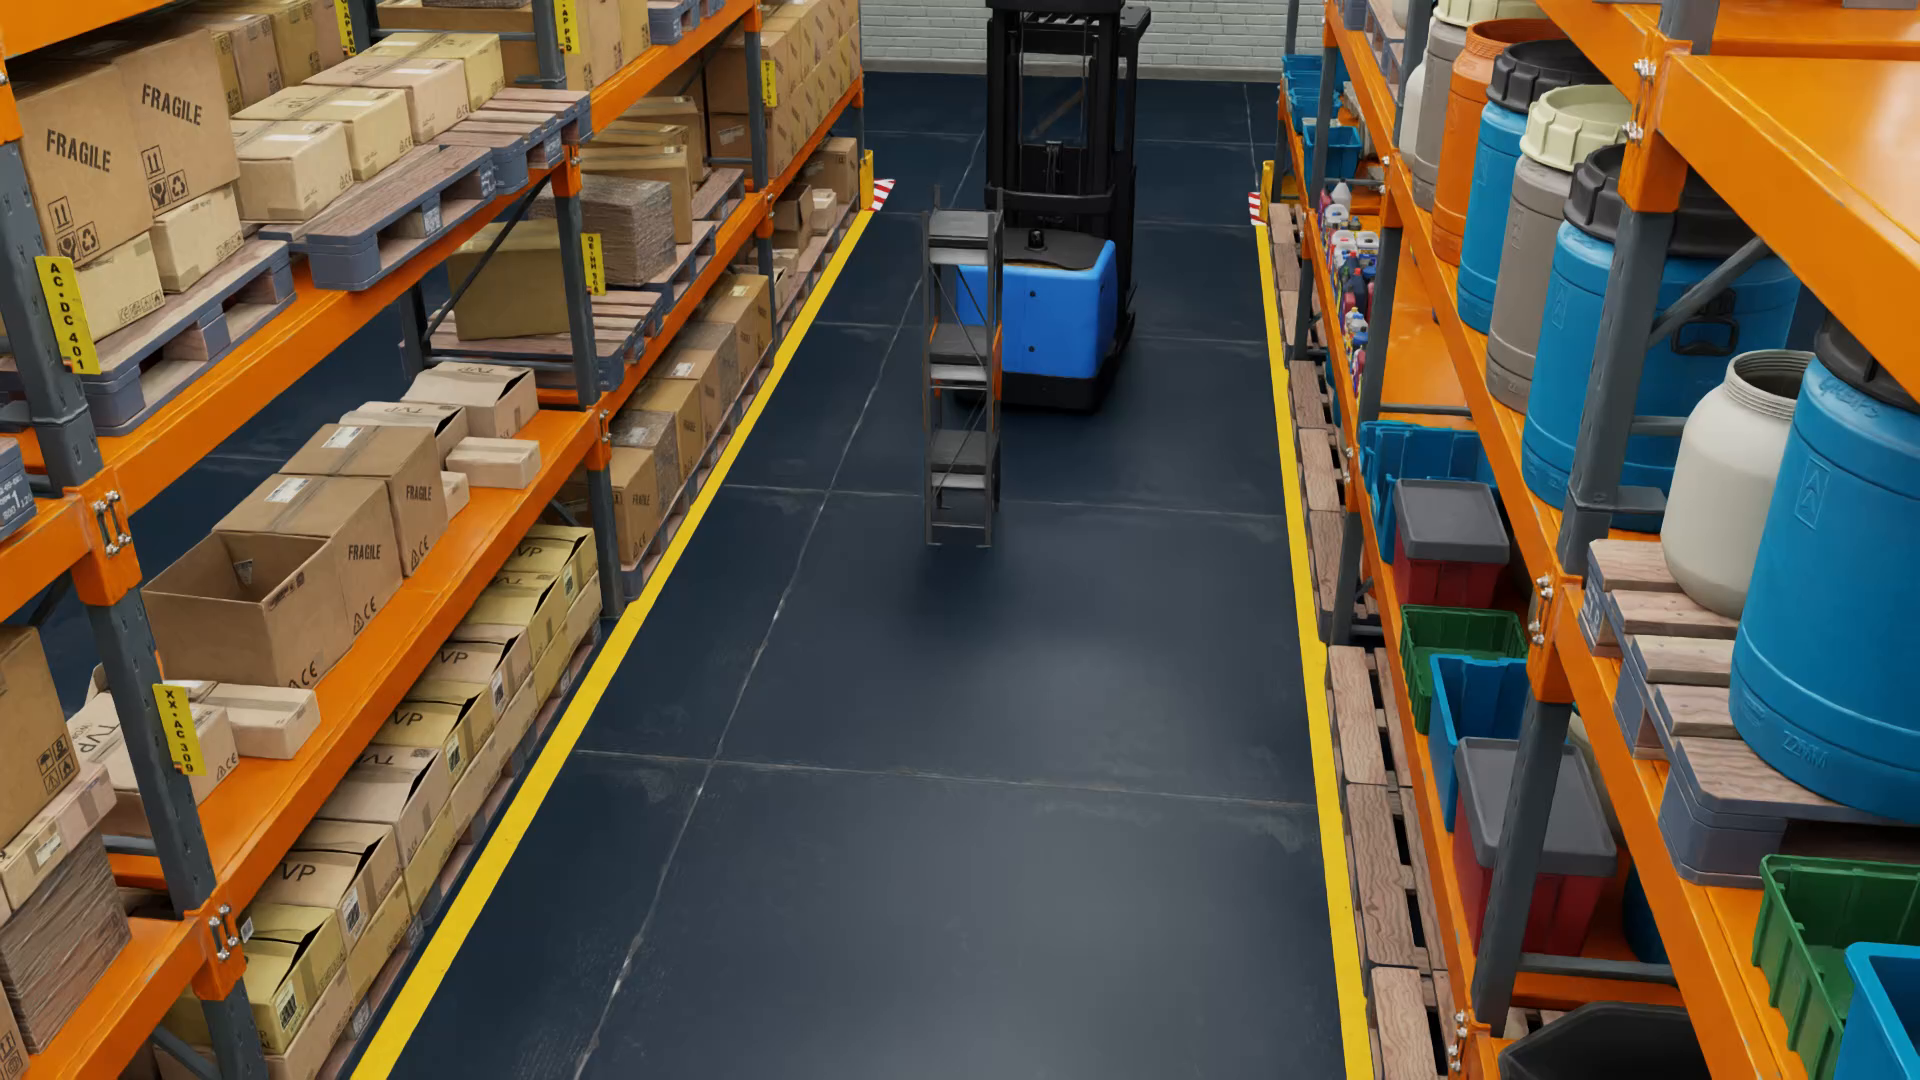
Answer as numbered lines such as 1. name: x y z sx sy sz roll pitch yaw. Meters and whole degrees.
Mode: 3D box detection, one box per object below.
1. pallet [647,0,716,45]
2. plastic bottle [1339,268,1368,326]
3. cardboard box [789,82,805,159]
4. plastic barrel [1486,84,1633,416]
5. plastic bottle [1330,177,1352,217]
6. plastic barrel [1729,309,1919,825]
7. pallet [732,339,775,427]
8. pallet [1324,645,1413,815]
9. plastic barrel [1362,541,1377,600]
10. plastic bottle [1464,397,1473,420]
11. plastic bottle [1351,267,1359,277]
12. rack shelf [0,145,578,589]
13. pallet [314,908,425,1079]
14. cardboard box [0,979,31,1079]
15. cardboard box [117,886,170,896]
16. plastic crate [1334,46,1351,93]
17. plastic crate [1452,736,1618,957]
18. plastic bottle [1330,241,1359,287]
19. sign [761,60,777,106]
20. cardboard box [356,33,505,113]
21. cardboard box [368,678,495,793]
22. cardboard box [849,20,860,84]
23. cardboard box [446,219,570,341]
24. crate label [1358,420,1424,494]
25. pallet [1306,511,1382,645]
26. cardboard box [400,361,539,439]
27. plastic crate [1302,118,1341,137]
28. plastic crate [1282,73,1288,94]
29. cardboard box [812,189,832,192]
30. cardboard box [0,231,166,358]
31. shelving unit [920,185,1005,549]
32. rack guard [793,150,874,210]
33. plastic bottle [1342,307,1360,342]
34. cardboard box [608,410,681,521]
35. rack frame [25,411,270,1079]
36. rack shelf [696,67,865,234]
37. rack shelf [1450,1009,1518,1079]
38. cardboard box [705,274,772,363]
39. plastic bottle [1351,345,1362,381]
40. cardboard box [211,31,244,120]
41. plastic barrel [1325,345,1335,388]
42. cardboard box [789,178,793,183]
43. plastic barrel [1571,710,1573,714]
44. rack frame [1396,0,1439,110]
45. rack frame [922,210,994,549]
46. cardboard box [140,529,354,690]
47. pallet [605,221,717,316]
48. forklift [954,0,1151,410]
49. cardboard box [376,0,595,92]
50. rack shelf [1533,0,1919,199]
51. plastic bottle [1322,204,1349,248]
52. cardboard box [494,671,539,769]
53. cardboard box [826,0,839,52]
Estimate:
1. pallet: -2.200 -3.252 10.160 1.213 0.211 1.003 3 28 6
2. plastic bottle: 2.326 -1.437 9.807 0.144 0.351 0.185 3 28 6
3. cardboard box: -1.534 -3.315 13.135 0.500 0.500 0.500 4 29 7
4. plastic barrel: 1.936 -0.852 4.977 0.600 0.901 0.600 0 28 0
5. plastic bottle: 2.619 -2.329 11.462 0.144 0.351 0.185 3 28 6
6. plastic barrel: 1.780 -0.014 2.980 0.600 0.901 0.708 3 28 6
7. pallet: -1.989 -1.193 12.242 1.003 0.211 1.213 3 28 6
8. pallet: 2.365 0.957 8.252 1.003 0.211 1.213 3 28 6
9. plastic barrel: 2.542 -0.094 9.107 0.600 0.830 0.708 3 28 6
10. plastic bottle: 2.722 -0.772 8.652 0.152 0.276 0.135 3 28 6
11. plastic bottle: 2.364 -1.481 9.960 0.061 0.283 0.133 3 28 6
12. rack shelf: -2.662 -0.985 6.512 1.077 0.370 4.000 3 28 6
13. pallet: -2.855 1.838 6.615 1.003 0.211 1.213 3 28 6
14. cardboard box: -3.013 1.374 4.432 0.700 0.500 0.500 3 28 6
15. cardboard box: -3.084 1.286 6.565 0.500 0.311 0.500 4 29 8
16. plastic crate: 3.623 -4.273 14.917 0.616 0.435 0.499 3 28 6
17. plastic crate: 1.764 0.976 5.209 0.402 0.464 0.583 3 28 6
18. plastic bottle: 2.412 -1.721 10.412 0.152 0.276 0.135 3 28 6
19. sign: -1.375 -3.285 11.964 0.100 0.325 0.005 3 28 6
20. cardboard box: -2.417 -2.145 7.622 0.500 0.250 0.500 1 28 2
21. cardboard box: -2.422 0.835 7.403 0.500 0.311 0.500 4 29 8
22. cardboard box: -1.221 -4.506 15.346 0.500 0.500 0.500 4 29 8
23. cardboard box: -2.452 -1.455 9.240 0.700 0.500 0.500 -6 29 -11
24. crate label: 2.075 -0.383 7.975 0.303 0.233 0.416 3 28 6
25. pallet: 2.554 0.221 9.618 1.003 0.211 1.213 3 28 6
26. cardboard box: -2.505 -0.715 8.508 0.500 0.311 0.500 5 29 9
27. plastic crate: 2.904 -3.264 13.360 0.293 0.136 0.466 3 28 6
28. plastic crate: 3.000 -4.066 14.849 0.250 0.136 0.298 3 28 6
29. cardboard box: -1.398 -3.179 15.512 0.380 0.166 0.250 3 28 6
30. cardboard box: -2.822 -0.769 5.067 0.500 0.250 0.500 6 29 11
31. shelving unit: 0.020 -1.002 9.897 0.431 2.100 0.503 3 28 6
32. rack guard: -1.446 -3.552 16.317 1.175 0.500 0.348 3 28 6
33. plastic bottle: 2.269 -1.244 9.605 0.097 0.201 0.097 0 28 0
34. cardboard box: -2.019 -0.461 10.114 0.500 0.500 0.500 2 28 4
35. rack frame: -2.907 0.960 5.305 1.000 3.000 0.127 3 28 6
36. rack shelf: -1.682 -3.430 14.213 1.077 0.370 4.000 3 28 6
37. rack shelf: 1.764 2.508 3.191 1.077 0.370 4.000 3 28 6
38. cardboard box: -1.703 -1.650 12.322 0.500 0.500 0.500 3 28 6
39. plastic bottle: 2.197 -0.969 9.095 0.097 0.201 0.097 0 28 0
40. cardboard box: -6.666 -3.822 13.865 0.980 0.700 0.700 3 28 5
41. plastic barrel: 2.905 -1.522 11.682 0.600 0.901 0.708 3 28 6
42. cardboard box: -1.846 -3.197 15.457 0.500 0.250 0.500 3 28 6
43. plastic barrel: 2.433 0.407 6.189 0.433 0.535 0.433 0 28 0
44. rack frame: 2.499 -3.274 6.840 1.000 3.000 0.127 3 28 6
45. rack frame: -0.010 -0.887 9.683 0.400 2.100 0.015 3 28 6
46. cardboard box: -2.732 0.307 6.411 0.500 0.500 0.500 5 29 10
47. pallet: -2.183 -1.754 10.546 1.003 0.211 1.213 3 28 6
48. forklift: 0.789 -2.896 12.535 1.130 2.935 3.031 6 29 12
49. cardboard box: -2.397 -2.495 8.450 0.910 0.500 0.500 3 28 6
50. rack shelf: 2.254 -1.840 5.358 1.077 0.370 4.000 3 28 6
51. plastic bottle: 2.509 -2.094 11.104 0.152 0.276 0.135 3 28 6
52. cardboard box: -2.363 0.844 7.977 0.500 0.250 0.500 4 29 7
53. cardboard box: -1.338 -4.465 14.216 0.500 0.500 0.500 4 29 8
